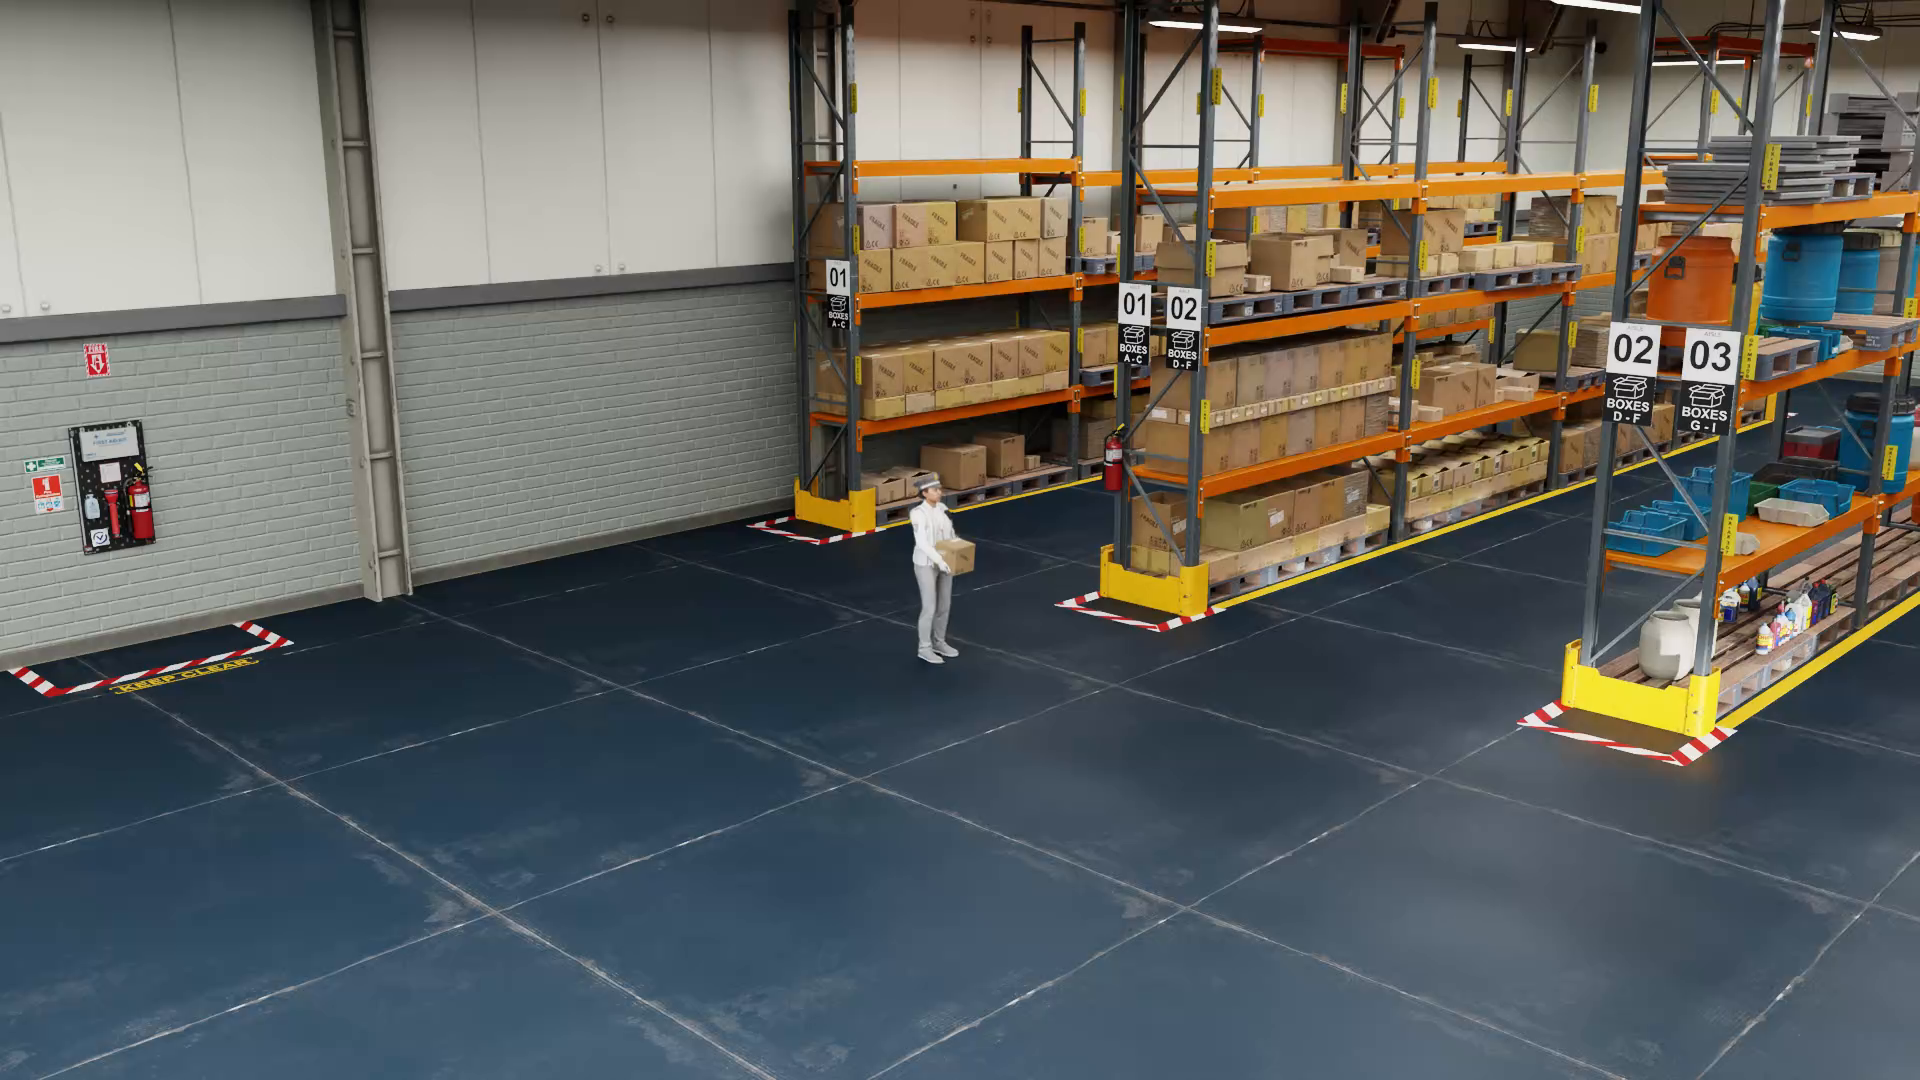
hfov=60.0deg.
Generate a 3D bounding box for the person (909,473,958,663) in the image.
[{"bbox_3d":[-0.187,0.241,14.946,0.554,1.695,0.467,13,19,42],"label":"person"}]
